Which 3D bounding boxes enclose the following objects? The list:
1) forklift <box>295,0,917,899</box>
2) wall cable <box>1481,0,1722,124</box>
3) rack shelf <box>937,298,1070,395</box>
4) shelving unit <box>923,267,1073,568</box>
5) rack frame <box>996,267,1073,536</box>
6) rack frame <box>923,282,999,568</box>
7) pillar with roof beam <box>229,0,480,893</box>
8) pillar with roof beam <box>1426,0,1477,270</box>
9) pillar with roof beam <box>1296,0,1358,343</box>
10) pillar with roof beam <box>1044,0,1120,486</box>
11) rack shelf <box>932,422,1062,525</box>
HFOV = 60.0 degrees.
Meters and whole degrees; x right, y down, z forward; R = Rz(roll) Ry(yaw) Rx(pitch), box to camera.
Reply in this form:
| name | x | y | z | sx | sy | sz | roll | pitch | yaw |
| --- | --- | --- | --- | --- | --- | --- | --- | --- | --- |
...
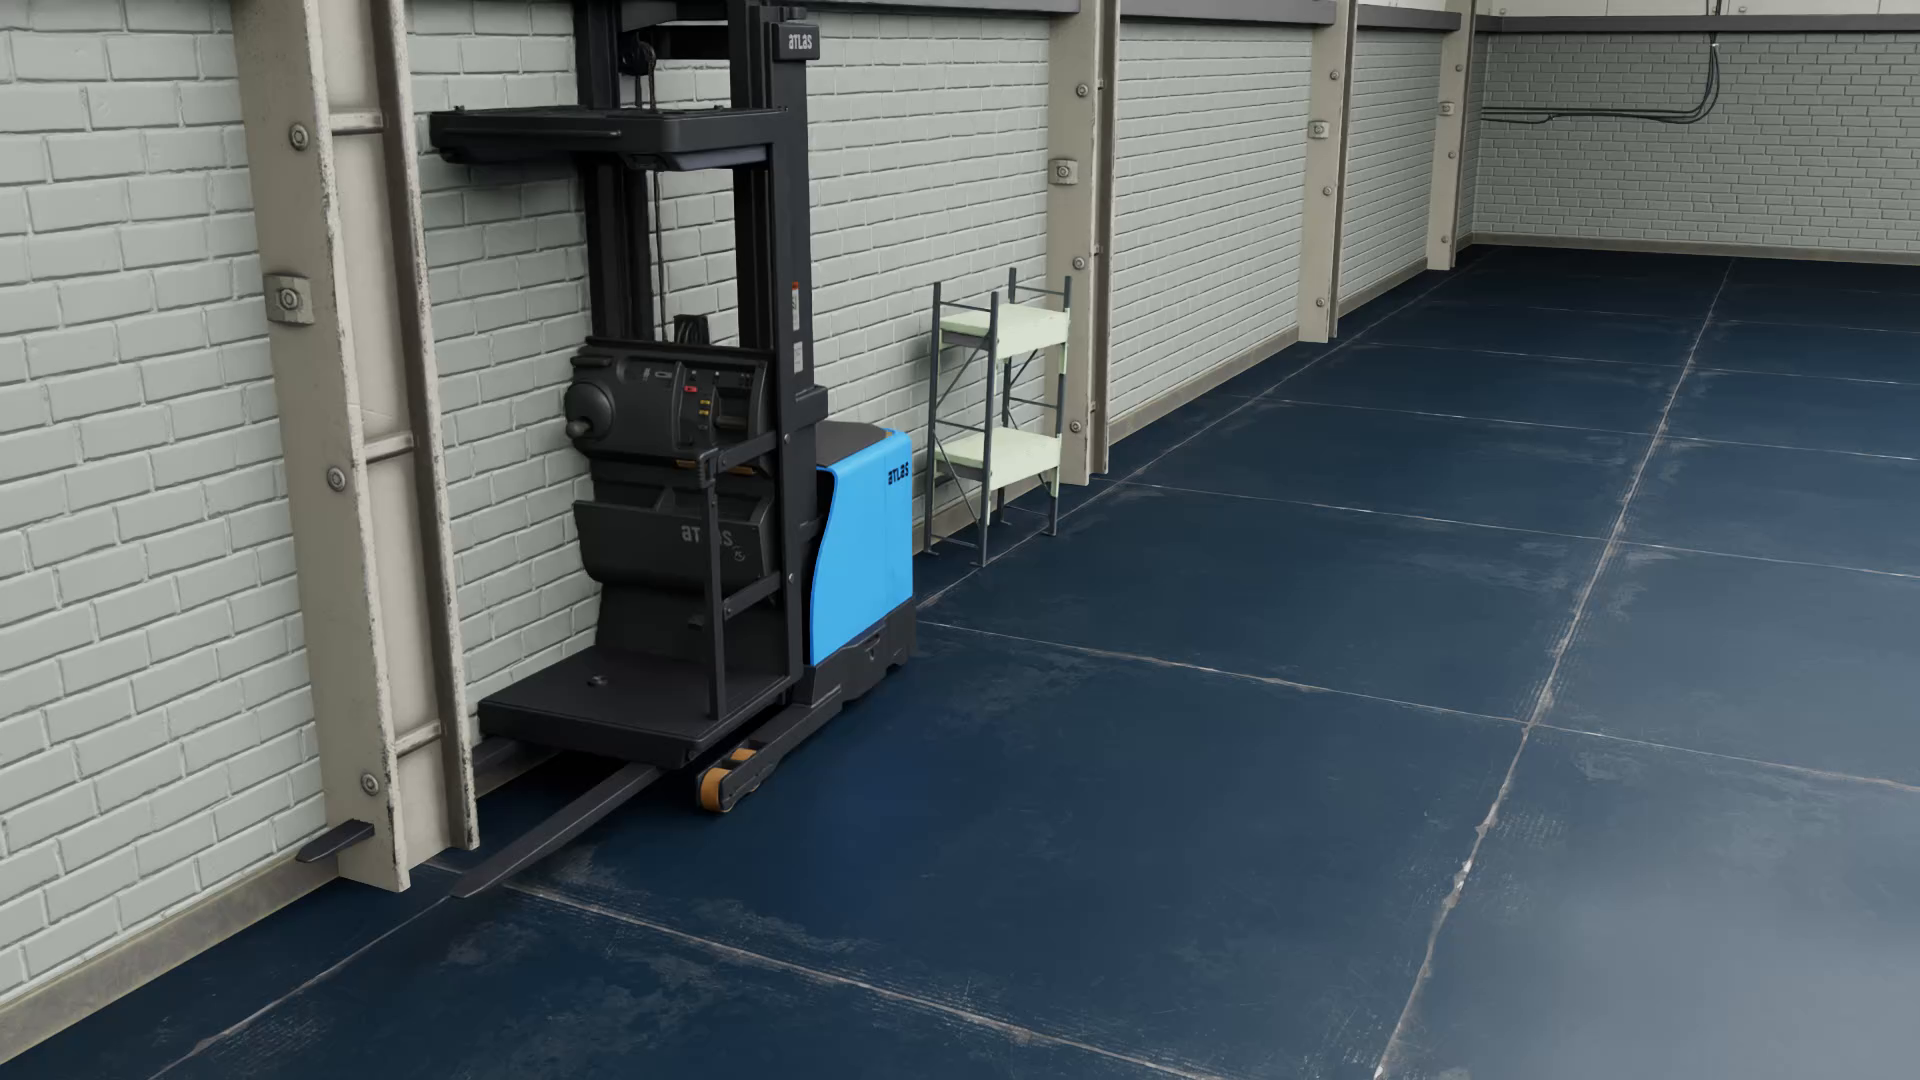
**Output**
| name | x | y | z | sx | sy | sz | roll | pitch | yaw |
| --- | --- | --- | --- | --- | --- | --- | --- | --- | --- |
| forklift | -1.236 | -0.534 | 6.176 | 1.130 | 2.935 | 3.031 | 7 | 18 | 22 |
| wall cable | 8.620 | -6.883 | 22.347 | 3.097 | 2.526 | 0.112 | 8 | 18 | 25 |
| rack shelf | 0.224 | -1.062 | 9.056 | 0.431 | 0.370 | 0.720 | 15 | 22 | 32 |
| shelving unit | 0.207 | -0.692 | 9.179 | 0.431 | 1.500 | 0.755 | 15 | 22 | 32 |
| rack frame | 0.416 | -0.778 | 9.467 | 0.400 | 1.500 | 0.023 | 15 | 22 | 32 |
| rack frame | -0.001 | -0.606 | 8.890 | 0.400 | 1.500 | 0.023 | 15 | 22 | 32 |
| pillar with roof beam | 1.929 | -2.657 | 2.665 | 9.100 | 9.000 | 0.400 | 8 | 18 | 25 |
| pillar with roof beam | 9.972 | -7.242 | 18.101 | 9.100 | 9.000 | 0.400 | 8 | 18 | 25 |
| pillar with roof beam | 7.291 | -5.713 | 12.956 | 9.100 | 9.000 | 0.400 | 8 | 18 | 25 |
| pillar with roof beam | 4.610 | -4.185 | 7.810 | 9.100 | 9.000 | 0.400 | 8 | 18 | 25 |
| rack shelf | 0.193 | -0.383 | 9.281 | 0.431 | 0.370 | 0.720 | 15 | 22 | 32 |
